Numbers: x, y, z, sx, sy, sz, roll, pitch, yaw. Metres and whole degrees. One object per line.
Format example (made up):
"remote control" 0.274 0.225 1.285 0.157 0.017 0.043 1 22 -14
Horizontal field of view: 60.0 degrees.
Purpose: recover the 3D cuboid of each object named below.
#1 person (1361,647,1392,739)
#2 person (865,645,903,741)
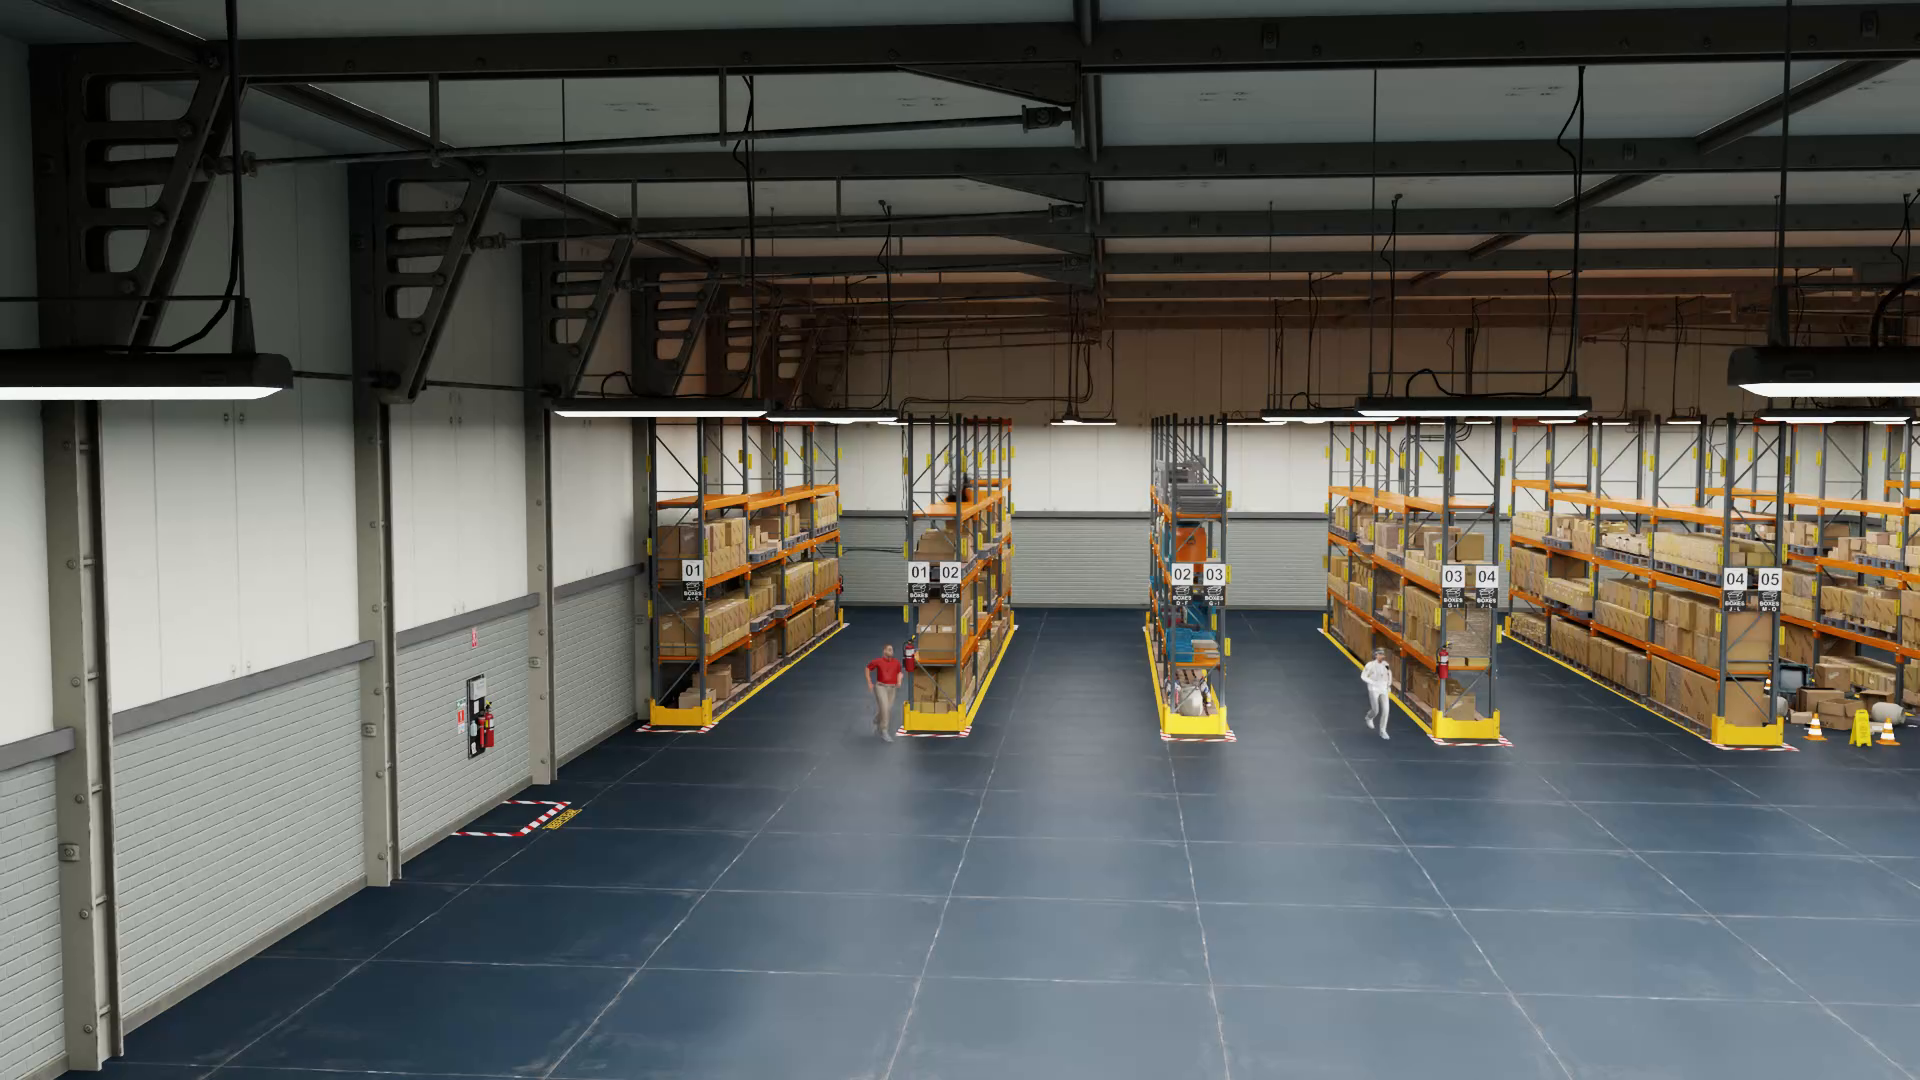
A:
"person" 7.775 2.818 30.957 0.657 1.696 0.797 -1 4 -9
"person" -1.355 2.807 30.807 0.700 1.717 0.855 -2 5 -32
